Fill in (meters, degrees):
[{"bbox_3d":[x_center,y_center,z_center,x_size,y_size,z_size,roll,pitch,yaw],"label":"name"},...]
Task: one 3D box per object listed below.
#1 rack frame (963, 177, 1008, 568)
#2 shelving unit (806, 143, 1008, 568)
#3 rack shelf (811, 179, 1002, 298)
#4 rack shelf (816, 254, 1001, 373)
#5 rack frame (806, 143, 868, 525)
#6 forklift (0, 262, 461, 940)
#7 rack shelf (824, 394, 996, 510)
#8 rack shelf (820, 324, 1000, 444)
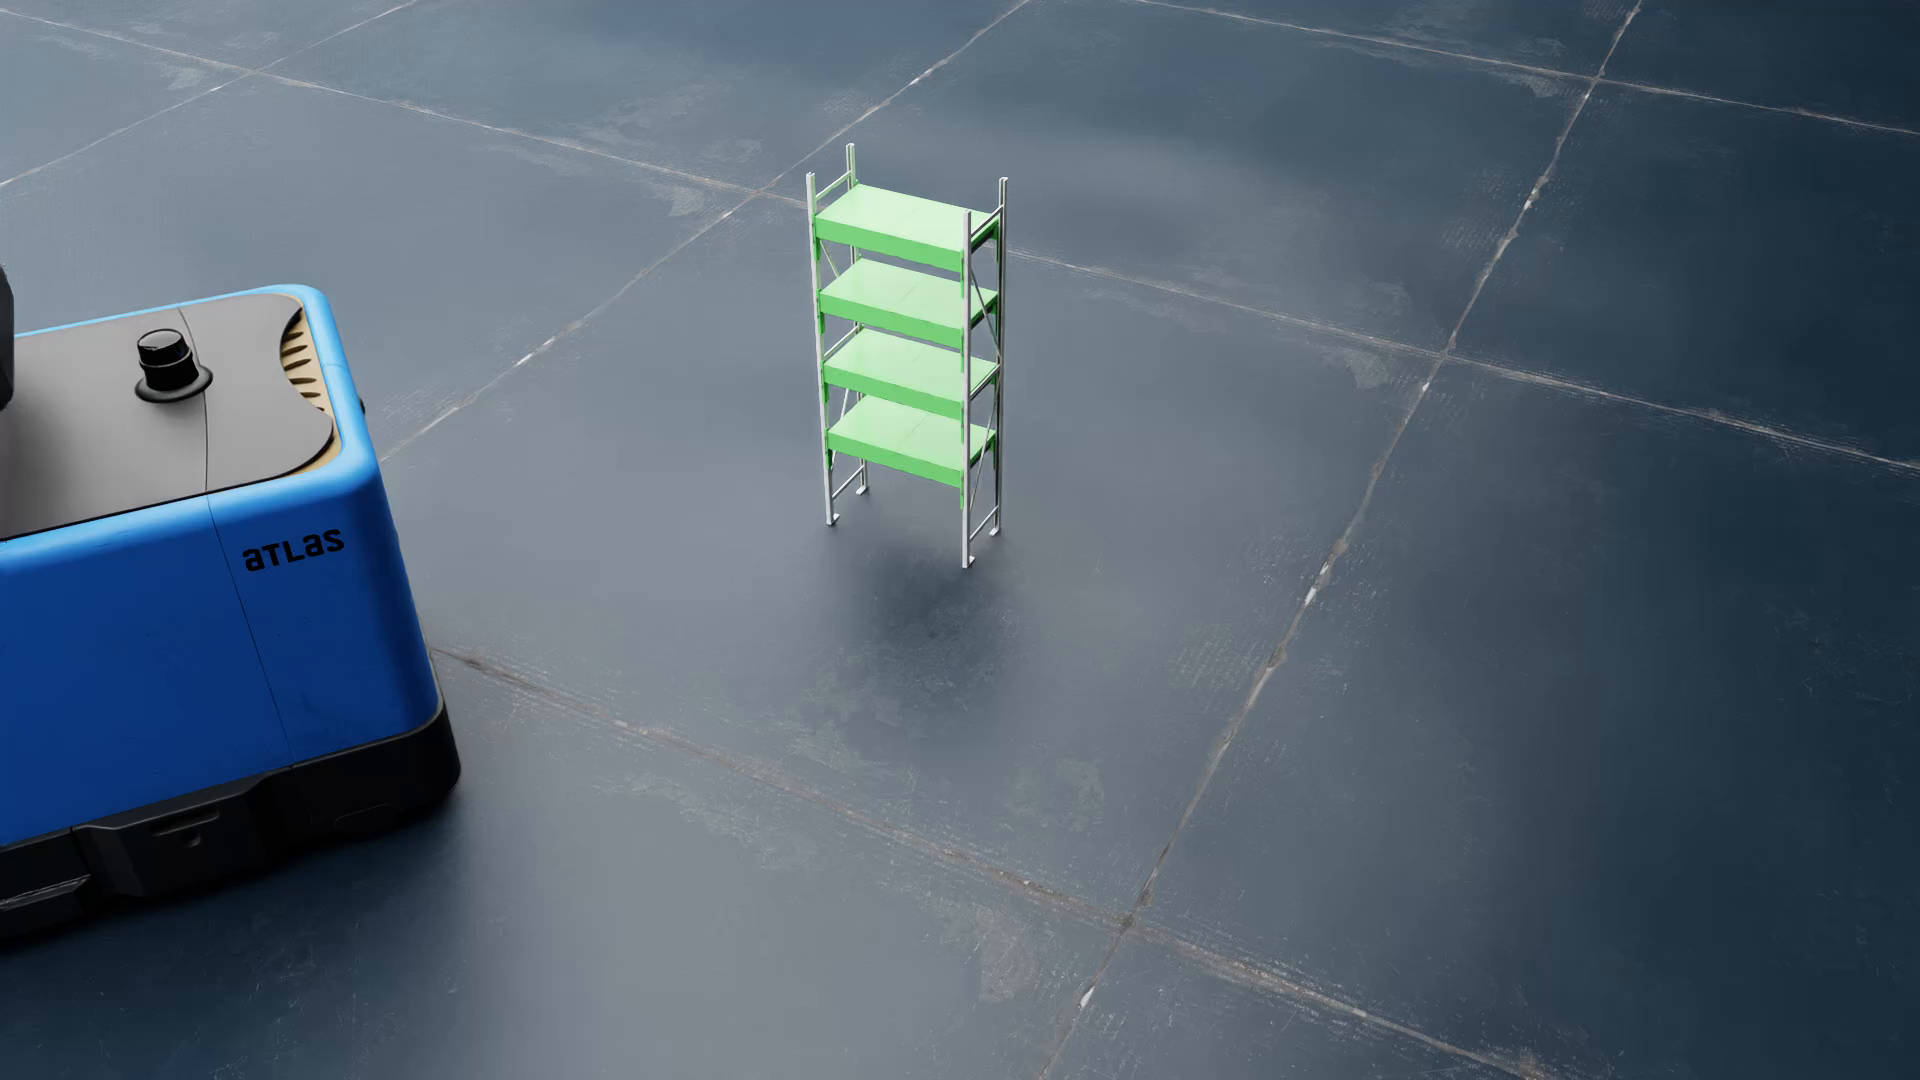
[{"bbox_3d":[0.070,-0.456,4.858,0.015,1.200,0.240,17,41,21],"label":"rack frame"},{"bbox_3d":[-0.147,-0.524,4.948,0.503,1.200,0.258,17,41,21],"label":"shelving unit"},{"bbox_3d":[-0.147,-0.855,4.696,0.480,0.148,0.258,17,41,21],"label":"rack shelf"},{"bbox_3d":[-0.147,-0.664,4.841,0.480,0.148,0.258,17,41,21],"label":"rack shelf"},{"bbox_3d":[-0.364,-0.592,5.037,0.015,1.200,0.240,17,41,21],"label":"rack frame"},{"bbox_3d":[-2.862,-0.376,3.321,3.031,2.935,1.130,-15,40,-19],"label":"forklift"},{"bbox_3d":[-0.147,-0.282,5.132,0.480,0.148,0.258,17,41,21],"label":"rack shelf"},{"bbox_3d":[-0.147,-0.473,4.986,0.480,0.148,0.258,17,41,21],"label":"rack shelf"}]
